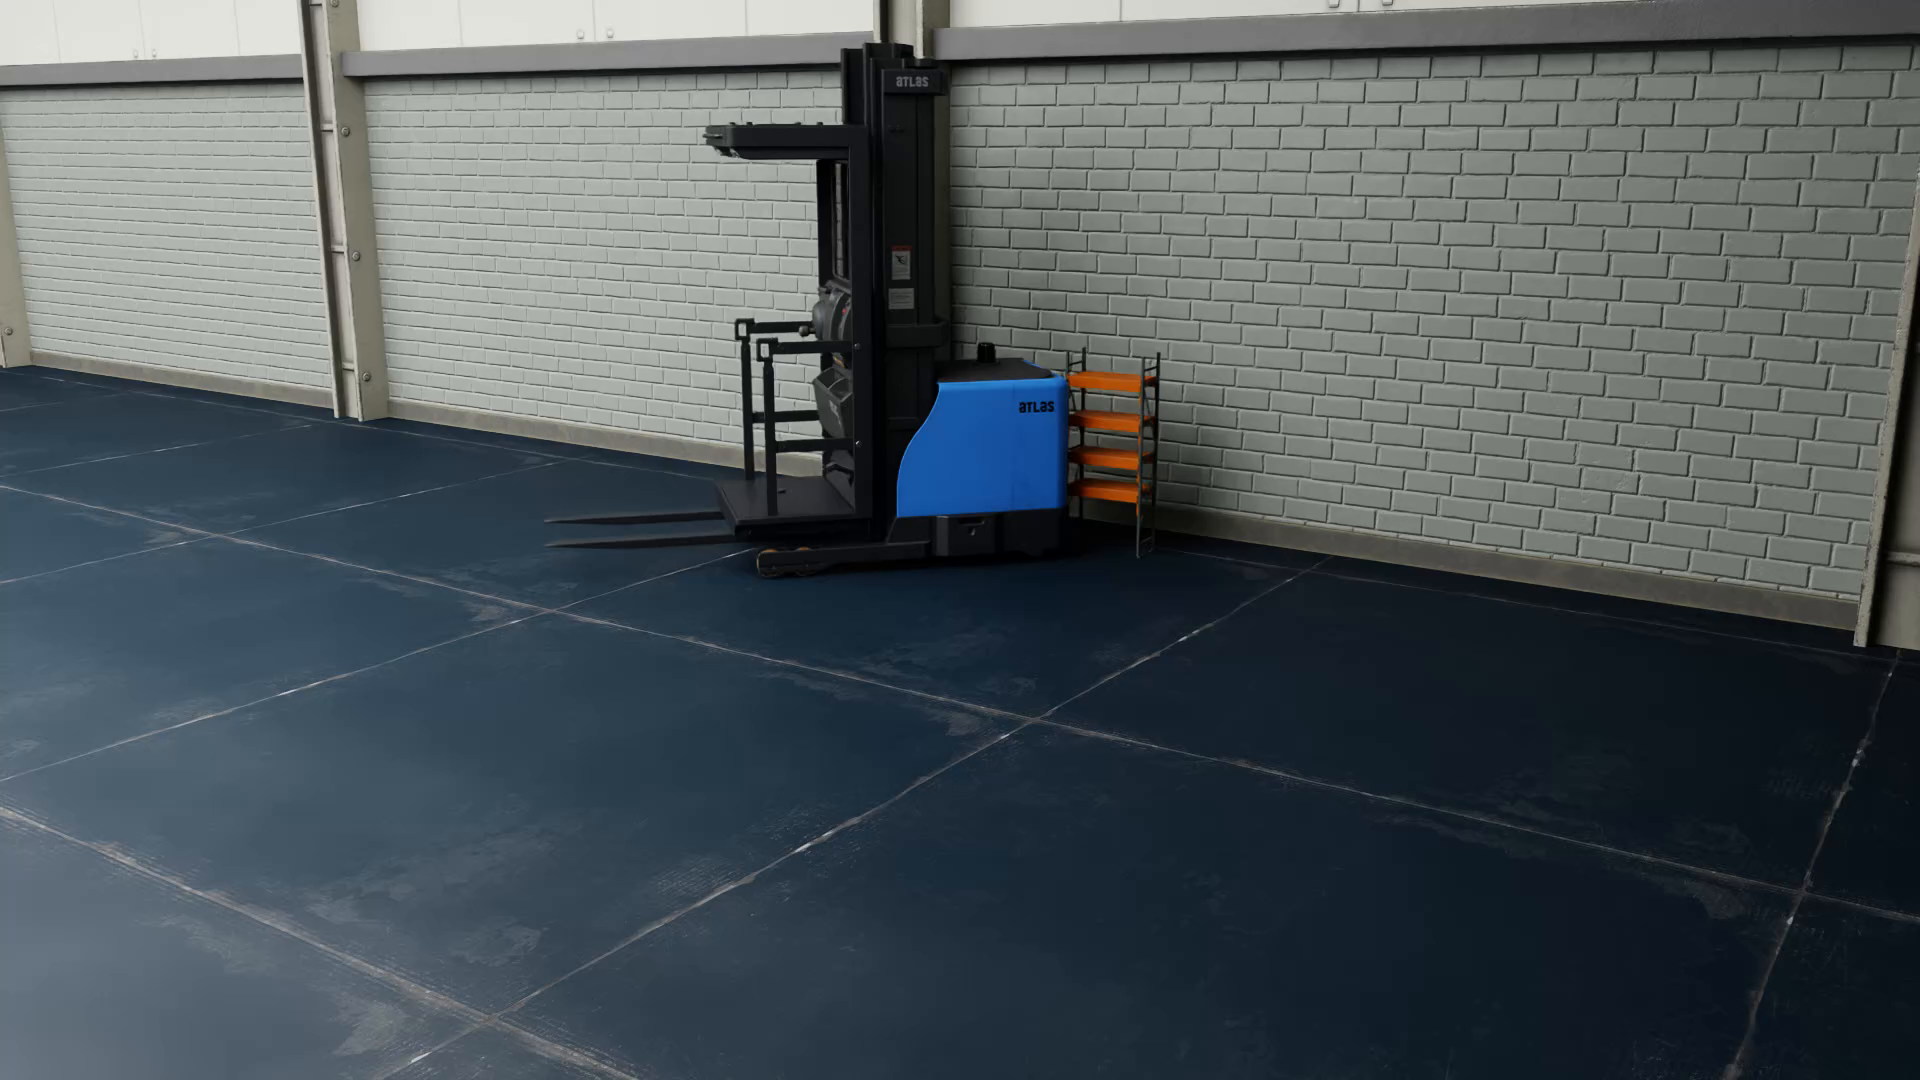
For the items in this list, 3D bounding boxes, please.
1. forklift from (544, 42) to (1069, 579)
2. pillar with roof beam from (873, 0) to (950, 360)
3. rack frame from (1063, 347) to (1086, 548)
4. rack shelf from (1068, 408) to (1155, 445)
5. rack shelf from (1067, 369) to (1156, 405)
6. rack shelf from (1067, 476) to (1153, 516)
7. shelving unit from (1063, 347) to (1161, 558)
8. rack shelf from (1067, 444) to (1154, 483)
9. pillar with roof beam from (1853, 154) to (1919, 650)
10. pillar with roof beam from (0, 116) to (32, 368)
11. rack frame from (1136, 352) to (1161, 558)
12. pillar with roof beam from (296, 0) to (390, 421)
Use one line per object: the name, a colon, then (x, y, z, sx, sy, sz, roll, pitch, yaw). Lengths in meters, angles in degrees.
forklift: (-0.926, -1.343, 9.648, 3.031, 2.935, 1.130, -4, 14, -14)
pillar with roof beam: (-2.715, -3.798, 6.937, 0.400, 9.000, 9.100, 9, 17, 33)
rack frame: (0.693, -0.558, 10.080, 0.015, 1.200, 0.240, 8, 16, 29)
rack shelf: (0.904, -0.680, 9.923, 0.480, 0.148, 0.258, 8, 16, 29)
rack shelf: (0.904, -0.910, 9.866, 0.480, 0.148, 0.258, 8, 16, 29)
rack shelf: (0.904, -0.270, 10.024, 0.480, 0.148, 0.258, 8, 16, 29)
shelving unit: (0.904, -0.528, 9.960, 0.503, 1.200, 0.258, 8, 16, 29)
rack shelf: (0.904, -0.463, 9.977, 0.480, 0.148, 0.258, 8, 16, 29)
pillar with roof beam: (2.263, -2.993, 3.687, 0.400, 9.000, 9.100, 9, 17, 33)
pillar with roof beam: (-12.672, -5.407, 13.438, 0.400, 9.000, 9.100, 9, 17, 33)
rack frame: (1.115, -0.499, 9.841, 0.015, 1.200, 0.240, 8, 16, 29)
pillar with roof beam: (-7.694, -4.602, 10.188, 0.400, 9.000, 9.100, 9, 17, 33)
